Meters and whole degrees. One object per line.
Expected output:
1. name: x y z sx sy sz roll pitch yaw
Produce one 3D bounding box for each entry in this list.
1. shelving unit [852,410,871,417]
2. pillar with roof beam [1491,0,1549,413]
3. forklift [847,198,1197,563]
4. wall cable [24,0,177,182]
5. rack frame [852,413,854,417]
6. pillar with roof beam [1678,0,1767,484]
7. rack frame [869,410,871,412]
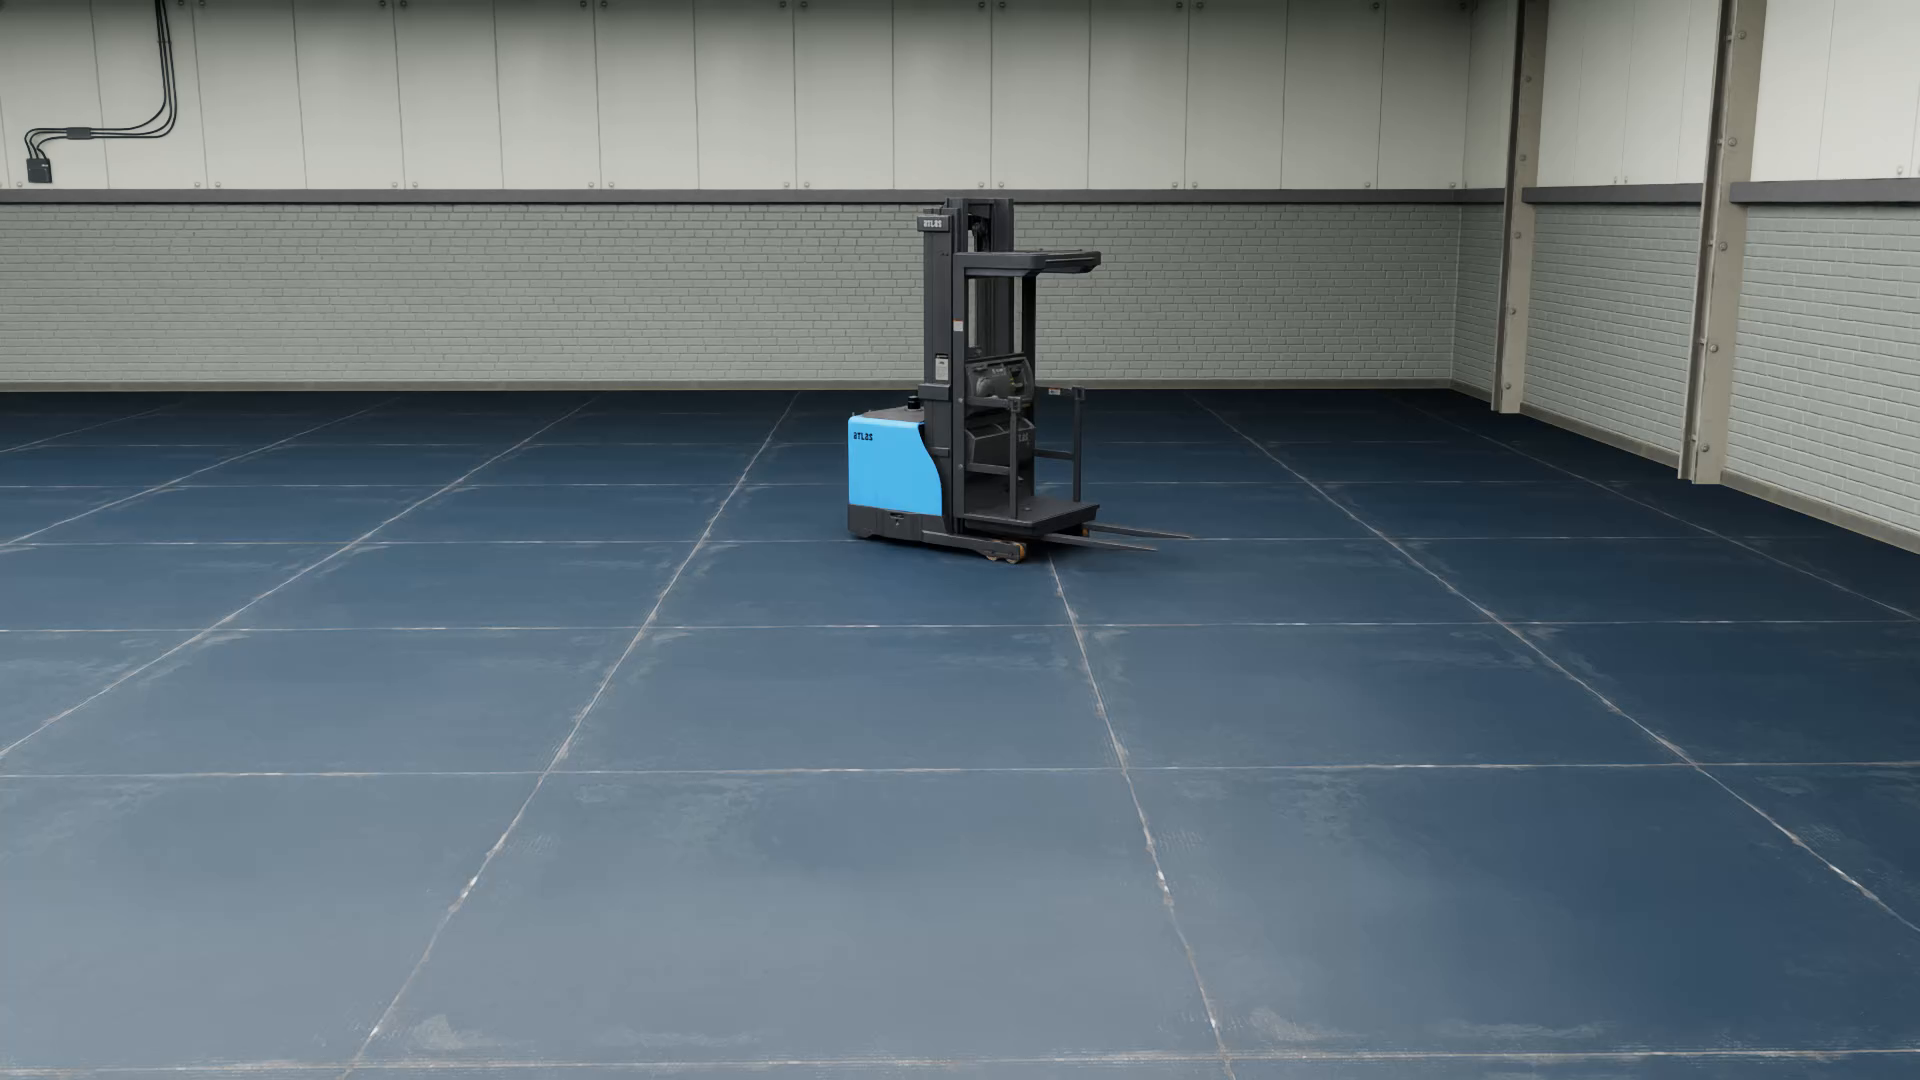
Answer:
1. shelving unit: -0.811 -0.637 15.057 0.215 1.050 0.252 8 14 34
2. pillar with roof beam: 3.425 -6.211 22.543 9.100 9.000 0.400 0 11 -1
3. forklift: 0.508 -1.365 13.915 3.031 2.935 1.130 8 14 35
4. wall cable: -13.011 -8.393 24.744 2.305 6.003 0.169 0 11 -1
5. rack frame: -0.880 -0.617 14.958 0.200 1.050 0.008 8 14 34
6. pillar with roof beam: 3.549 -5.019 16.664 9.100 9.000 0.400 0 11 -1
7. rack frame: -0.742 -0.657 15.156 0.200 1.050 0.008 8 14 34
